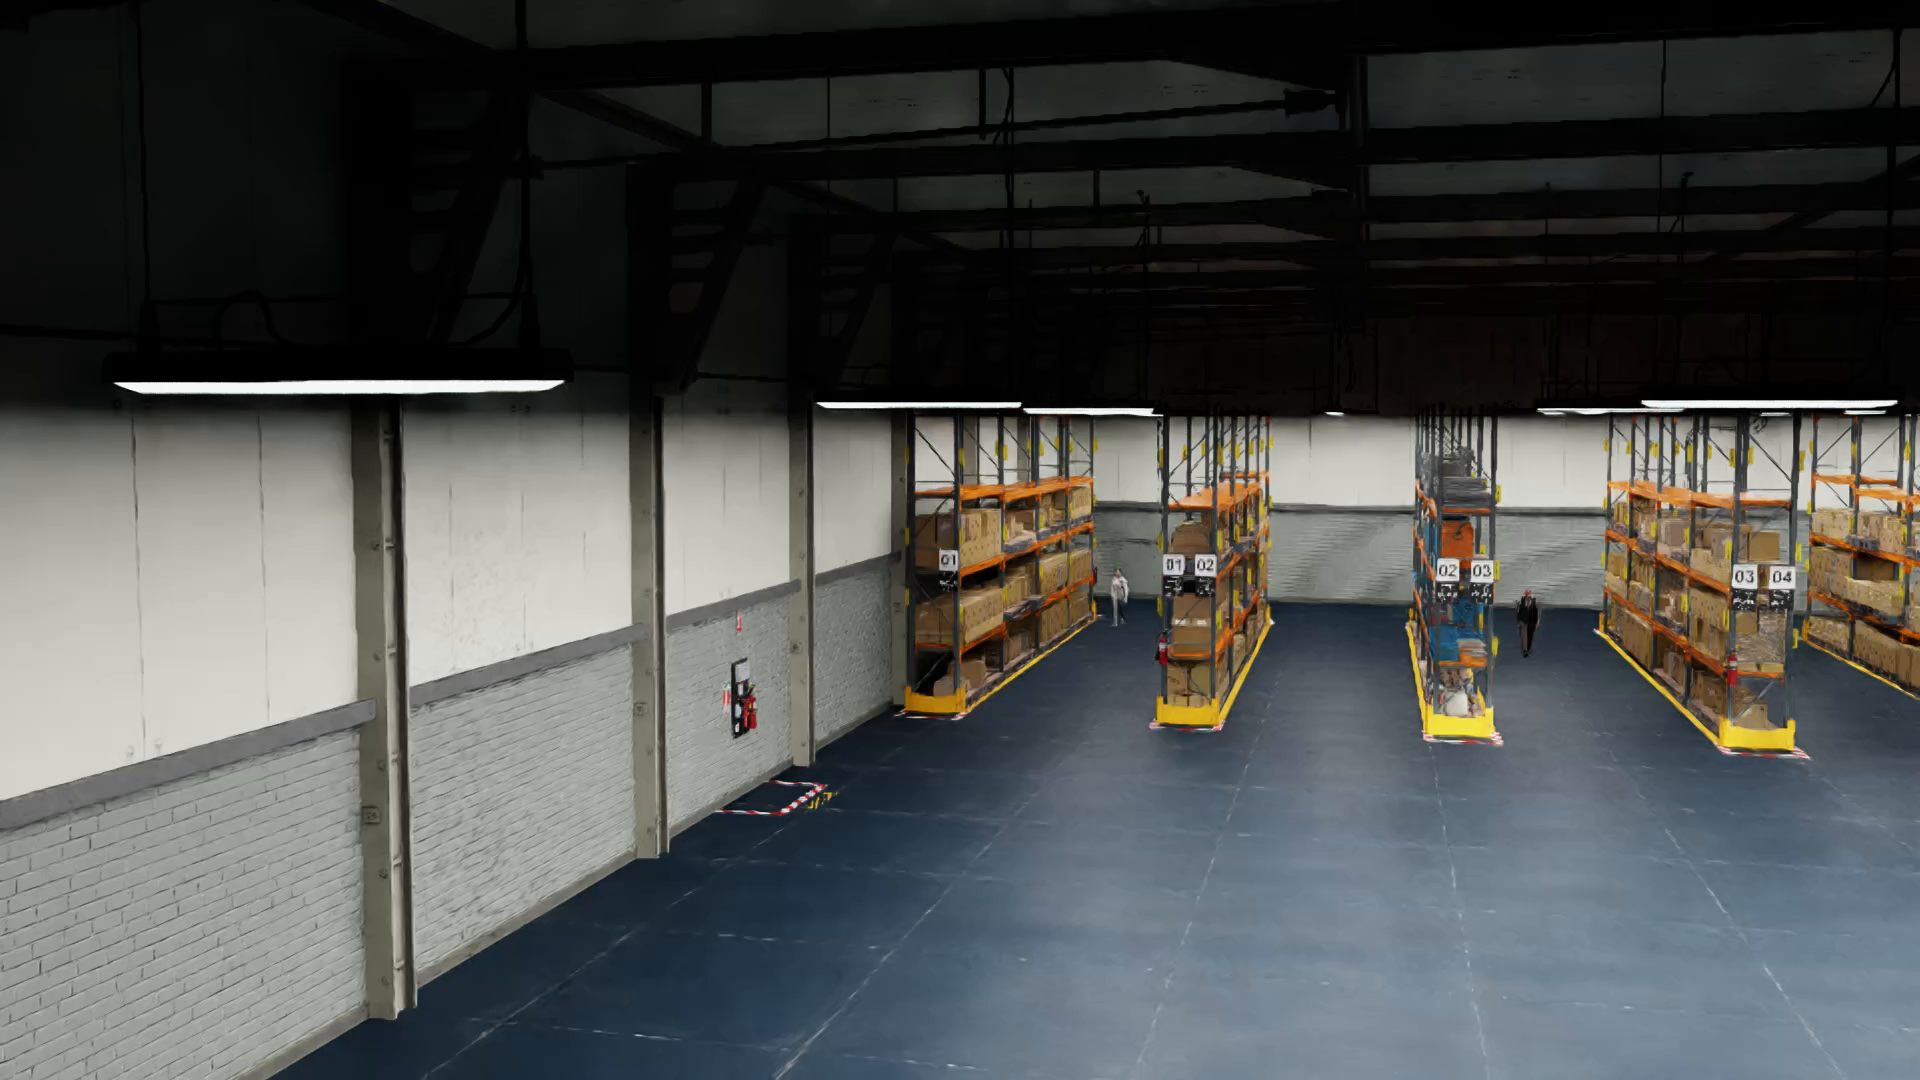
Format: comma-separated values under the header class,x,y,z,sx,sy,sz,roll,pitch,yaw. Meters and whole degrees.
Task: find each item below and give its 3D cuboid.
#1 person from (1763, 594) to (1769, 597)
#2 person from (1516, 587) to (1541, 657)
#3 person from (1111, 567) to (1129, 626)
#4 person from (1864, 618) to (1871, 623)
class,x,y,z,sx,sy,sz,roll,pitch,yaw
person,20.103,1.807,41.671,0.457,1.763,0.609,-1,4,-11
person,13.712,1.973,40.089,0.553,1.669,1.030,1,4,13
person,4.422,1.552,46.044,0.502,1.624,0.997,1,4,13
person,23.948,1.680,43.656,0.629,1.715,0.670,0,4,-1
